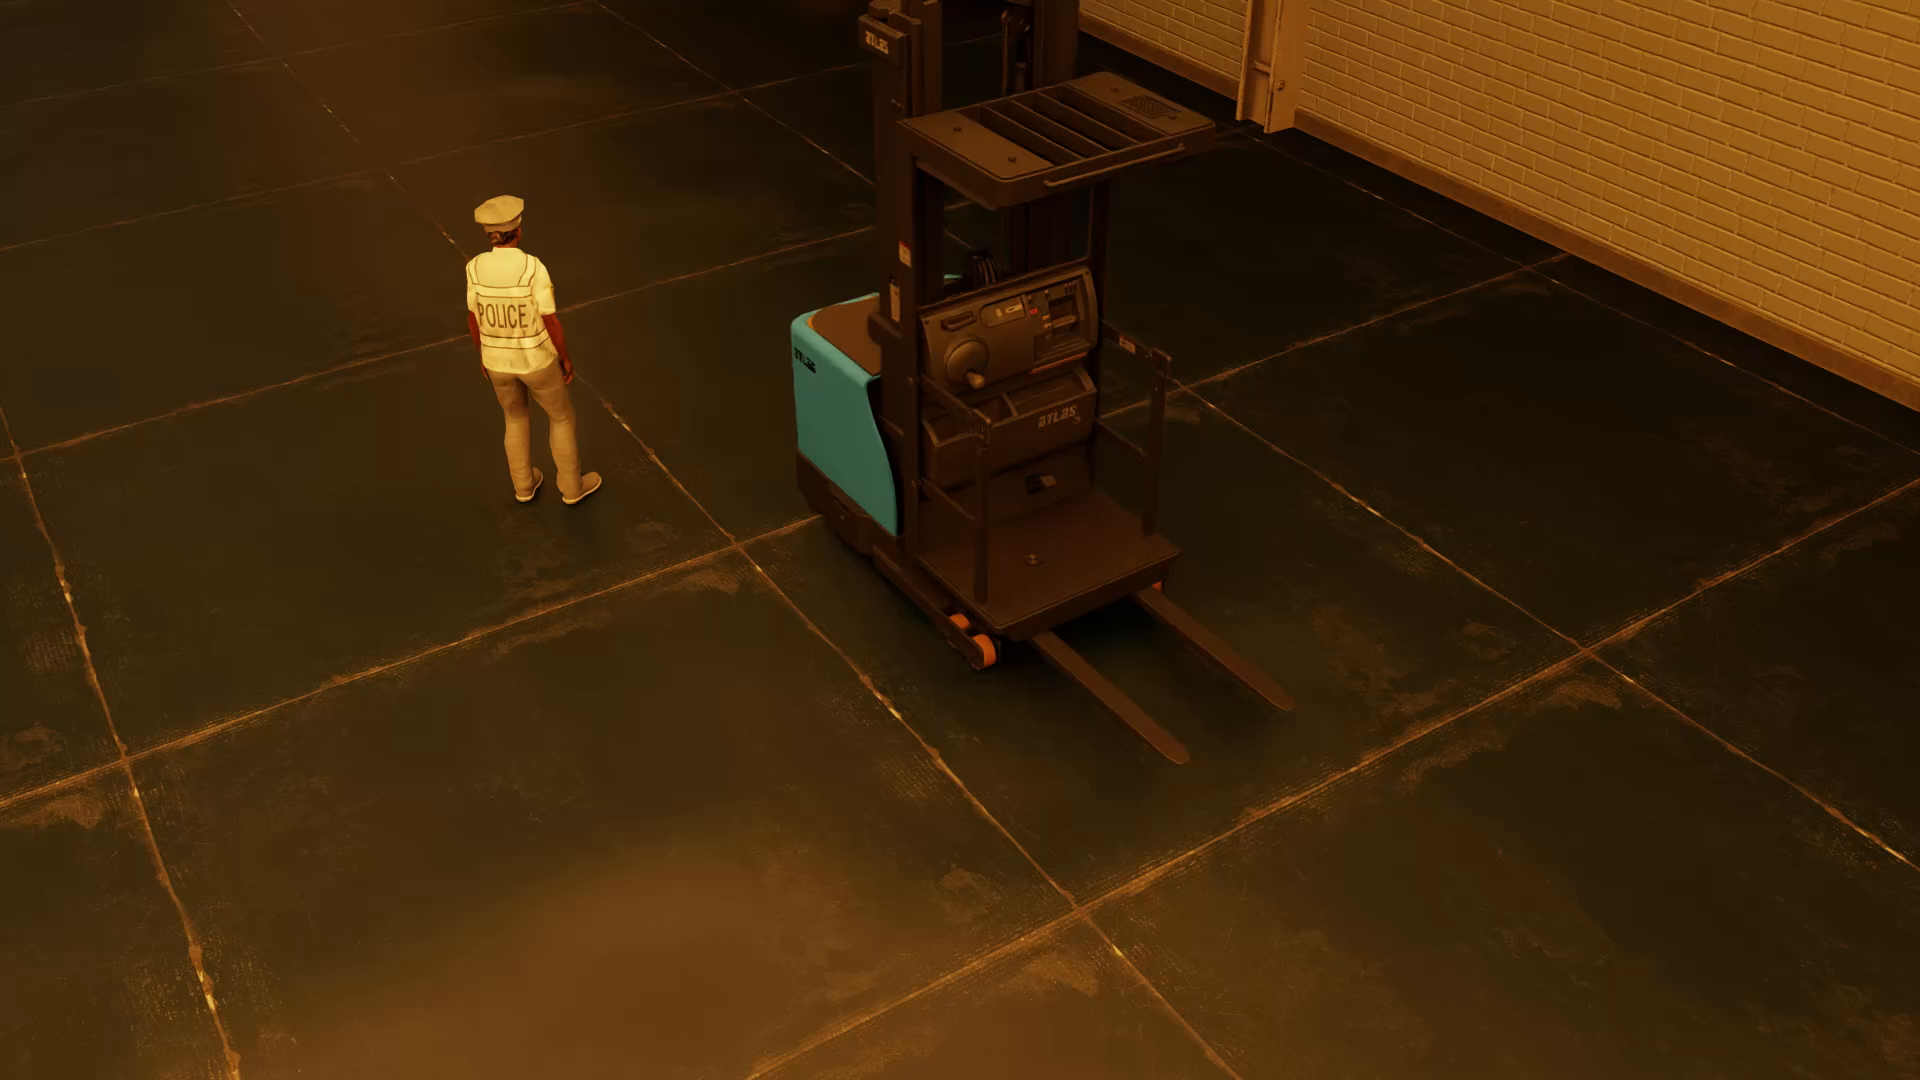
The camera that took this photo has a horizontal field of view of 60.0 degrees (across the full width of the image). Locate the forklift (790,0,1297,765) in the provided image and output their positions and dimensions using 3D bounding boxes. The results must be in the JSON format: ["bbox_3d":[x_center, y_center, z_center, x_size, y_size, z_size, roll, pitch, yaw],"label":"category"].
[{"bbox_3d":[0.357,-0.904,7.434,1.130,2.935,3.031,-21,40,-27],"label":"forklift"}]

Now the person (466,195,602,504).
[{"bbox_3d":[-2.238,-0.934,8.588,0.516,1.655,0.397,4,35,6],"label":"person"}]
